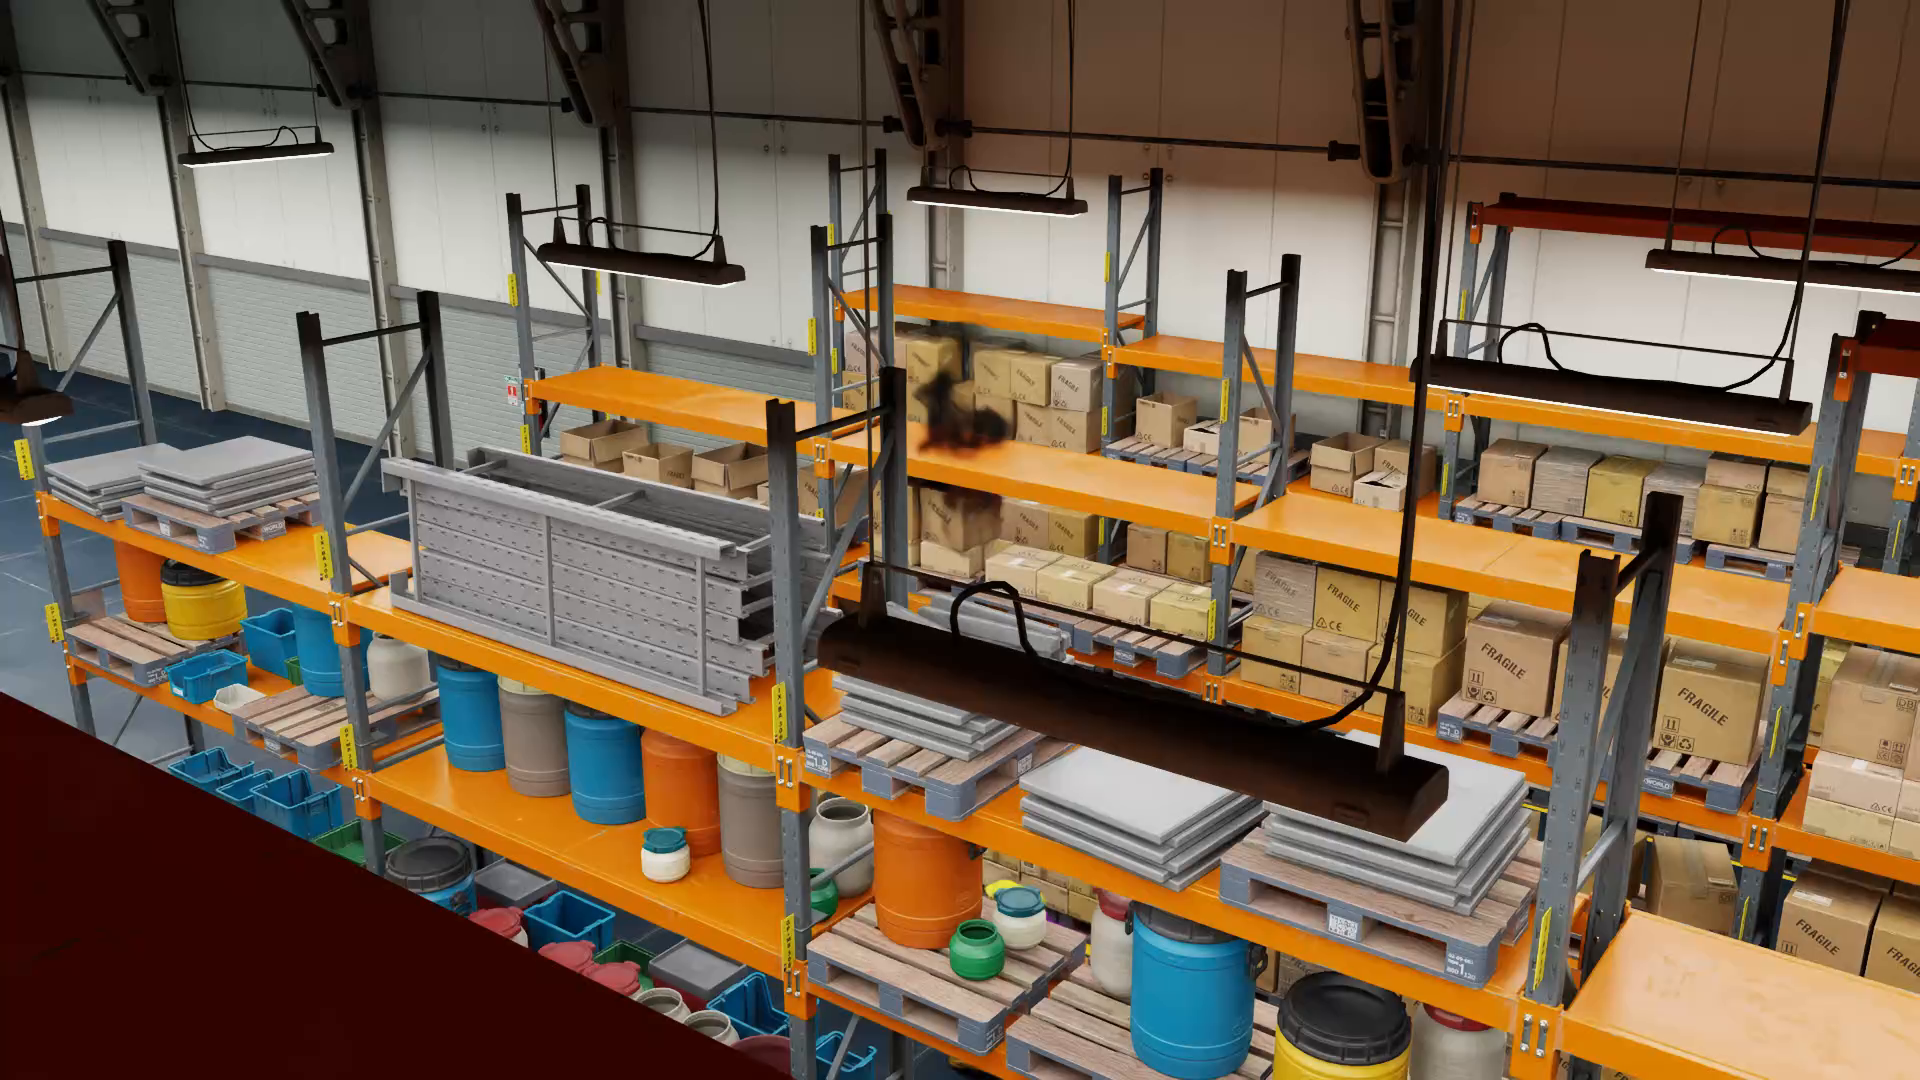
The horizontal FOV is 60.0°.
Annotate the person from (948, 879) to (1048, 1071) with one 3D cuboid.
[{"bbox_3d":[0.317,3.305,12.366,0.983,1.758,0.698,9,21,26],"label":"person"}]
